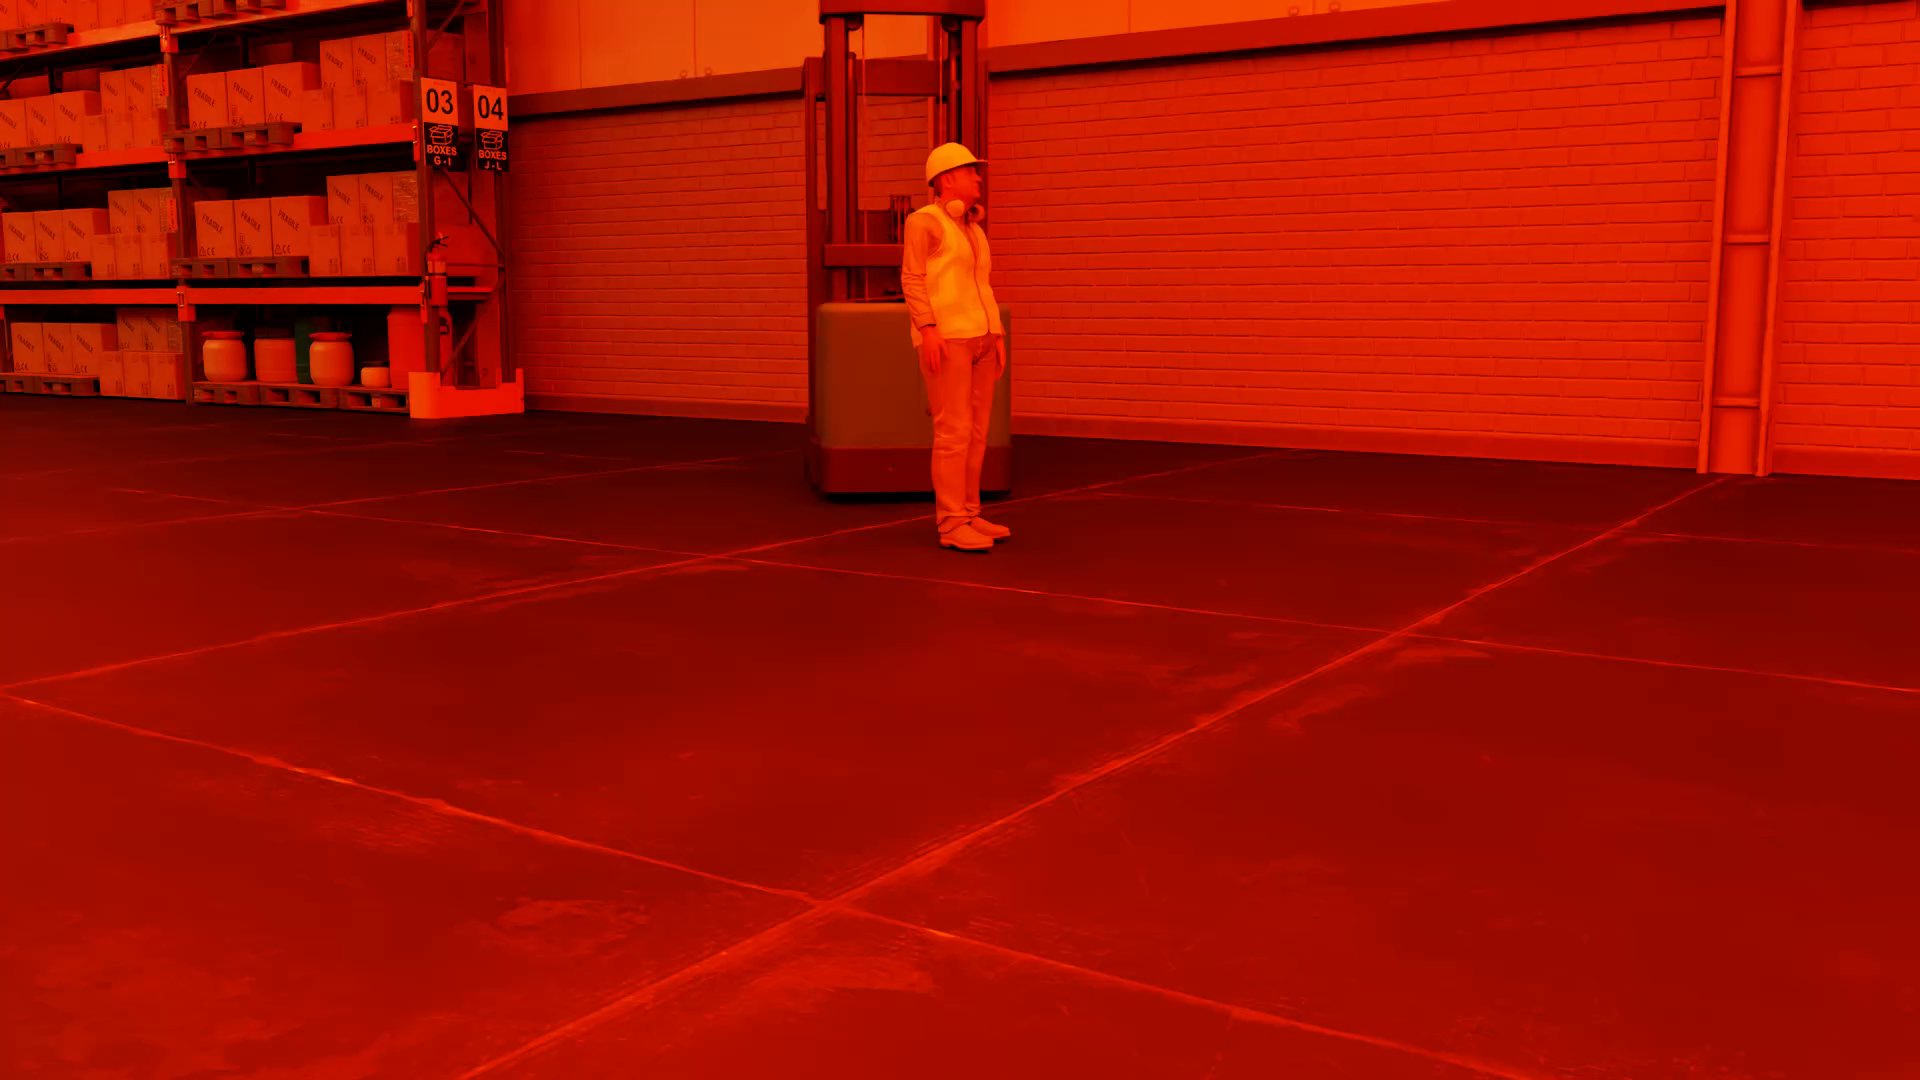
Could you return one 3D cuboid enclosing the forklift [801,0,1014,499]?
[{"bbox_3d":[-0.405,-1.849,10.198,1.130,2.935,3.031,-1,8,-7],"label":"forklift"}]

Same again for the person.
[{"bbox_3d":[0.047,-0.880,7.437,0.568,1.773,0.632,5,10,34],"label":"person"}]
